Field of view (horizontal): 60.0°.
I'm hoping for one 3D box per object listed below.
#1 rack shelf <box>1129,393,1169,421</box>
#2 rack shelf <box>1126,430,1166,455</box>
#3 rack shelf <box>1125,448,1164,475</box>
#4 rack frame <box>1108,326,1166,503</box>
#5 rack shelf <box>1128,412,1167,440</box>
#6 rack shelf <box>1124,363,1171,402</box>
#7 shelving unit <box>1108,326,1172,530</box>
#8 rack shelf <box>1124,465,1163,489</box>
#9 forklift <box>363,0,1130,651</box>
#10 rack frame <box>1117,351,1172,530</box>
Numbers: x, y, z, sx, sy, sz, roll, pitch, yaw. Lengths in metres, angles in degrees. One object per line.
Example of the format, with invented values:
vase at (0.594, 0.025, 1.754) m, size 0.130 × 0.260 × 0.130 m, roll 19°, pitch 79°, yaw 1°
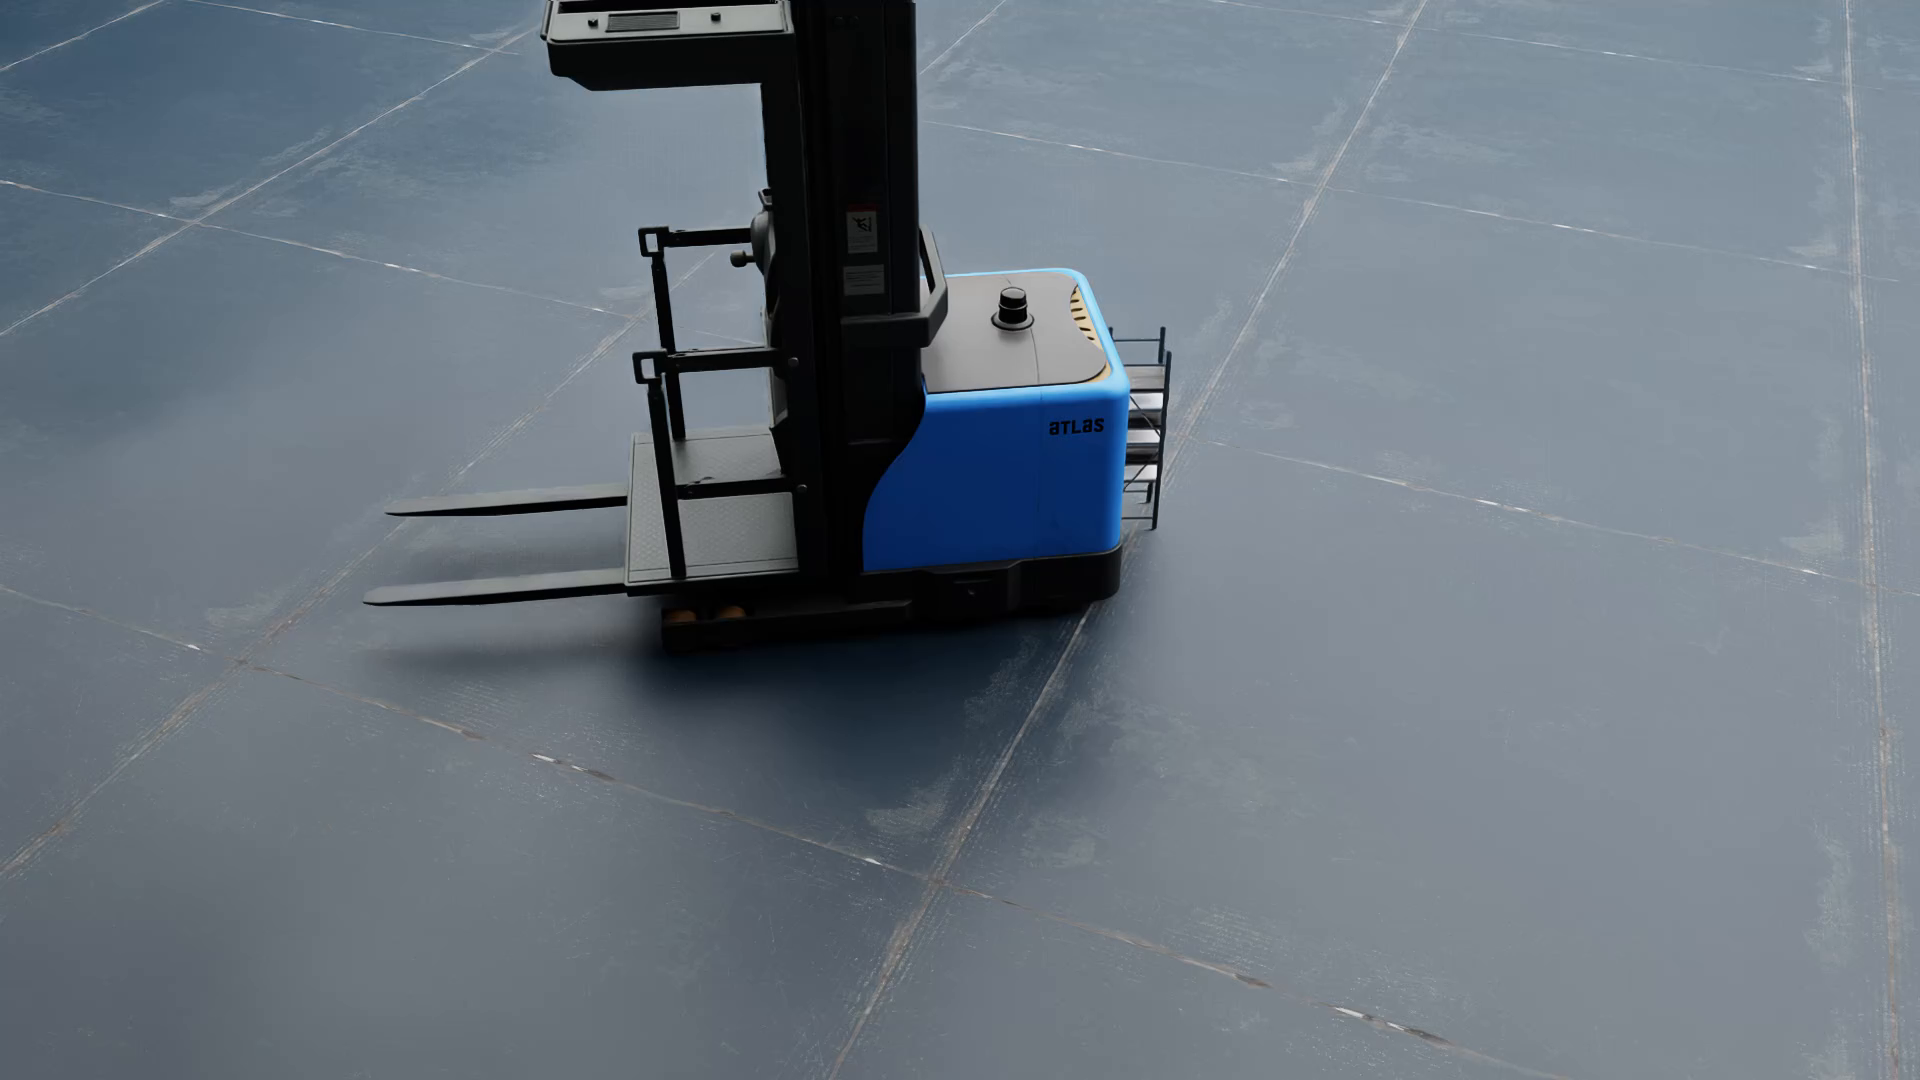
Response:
rack shelf at (0.741, -0.584, 7.035) m, size 0.258 × 0.077 × 0.200 m, roll -1°, pitch 37°, yaw -1°
rack shelf at (0.741, -0.440, 7.142) m, size 0.258 × 0.077 × 0.200 m, roll -1°, pitch 37°, yaw -1°
rack shelf at (0.741, -0.368, 7.196) m, size 0.258 × 0.077 × 0.200 m, roll -1°, pitch 37°, yaw -1°
rack frame at (0.738, -0.527, 7.204) m, size 0.240 × 0.900 × 0.006 m, roll -1°, pitch 37°, yaw -1°
rack shelf at (0.741, -0.512, 7.089) m, size 0.258 × 0.077 × 0.200 m, roll -1°, pitch 37°, yaw -1°
rack shelf at (0.741, -0.656, 6.981) m, size 0.258 × 0.077 × 0.200 m, roll -1°, pitch 37°, yaw -1°
shelving unit at (0.741, -0.467, 7.123) m, size 0.258 × 0.900 × 0.210 m, roll -1°, pitch 37°, yaw -1°
rack shelf at (0.741, -0.296, 7.250) m, size 0.258 × 0.077 × 0.200 m, roll -1°, pitch 37°, yaw -1°
forklift at (-0.898, -1.068, 6.230) m, size 3.031 × 2.935 × 1.130 m, roll -5°, pitch 37°, yaw -6°
rack frame at (0.744, -0.406, 7.041) m, size 0.240 × 0.900 × 0.006 m, roll -1°, pitch 37°, yaw -1°
